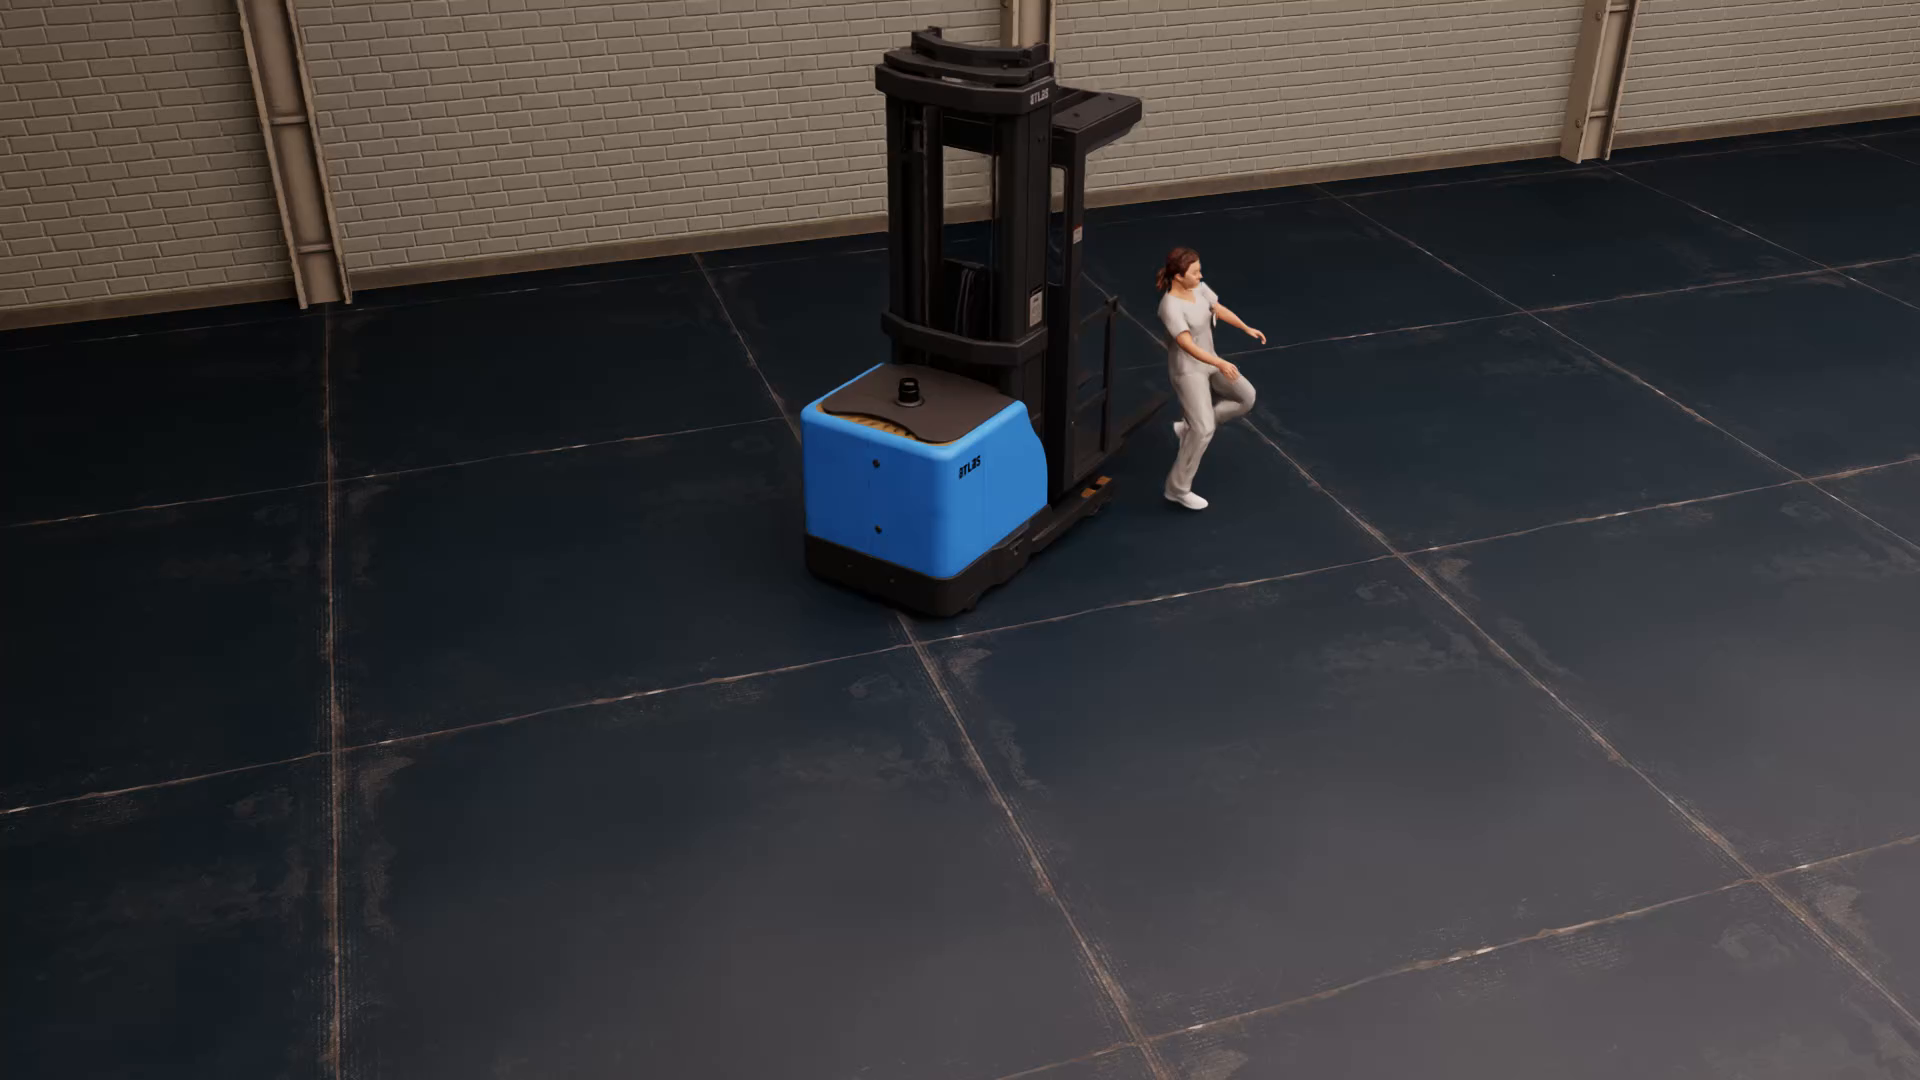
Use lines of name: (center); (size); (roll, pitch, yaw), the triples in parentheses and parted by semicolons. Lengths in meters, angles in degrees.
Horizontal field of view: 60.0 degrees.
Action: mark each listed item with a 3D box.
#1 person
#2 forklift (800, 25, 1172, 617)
person: (1.498, -1.032, 10.216); (0.736, 1.524, 0.716); (18, 34, 28)
forklift: (0.333, -1.540, 9.763); (1.130, 2.935, 3.031); (18, 35, 29)
